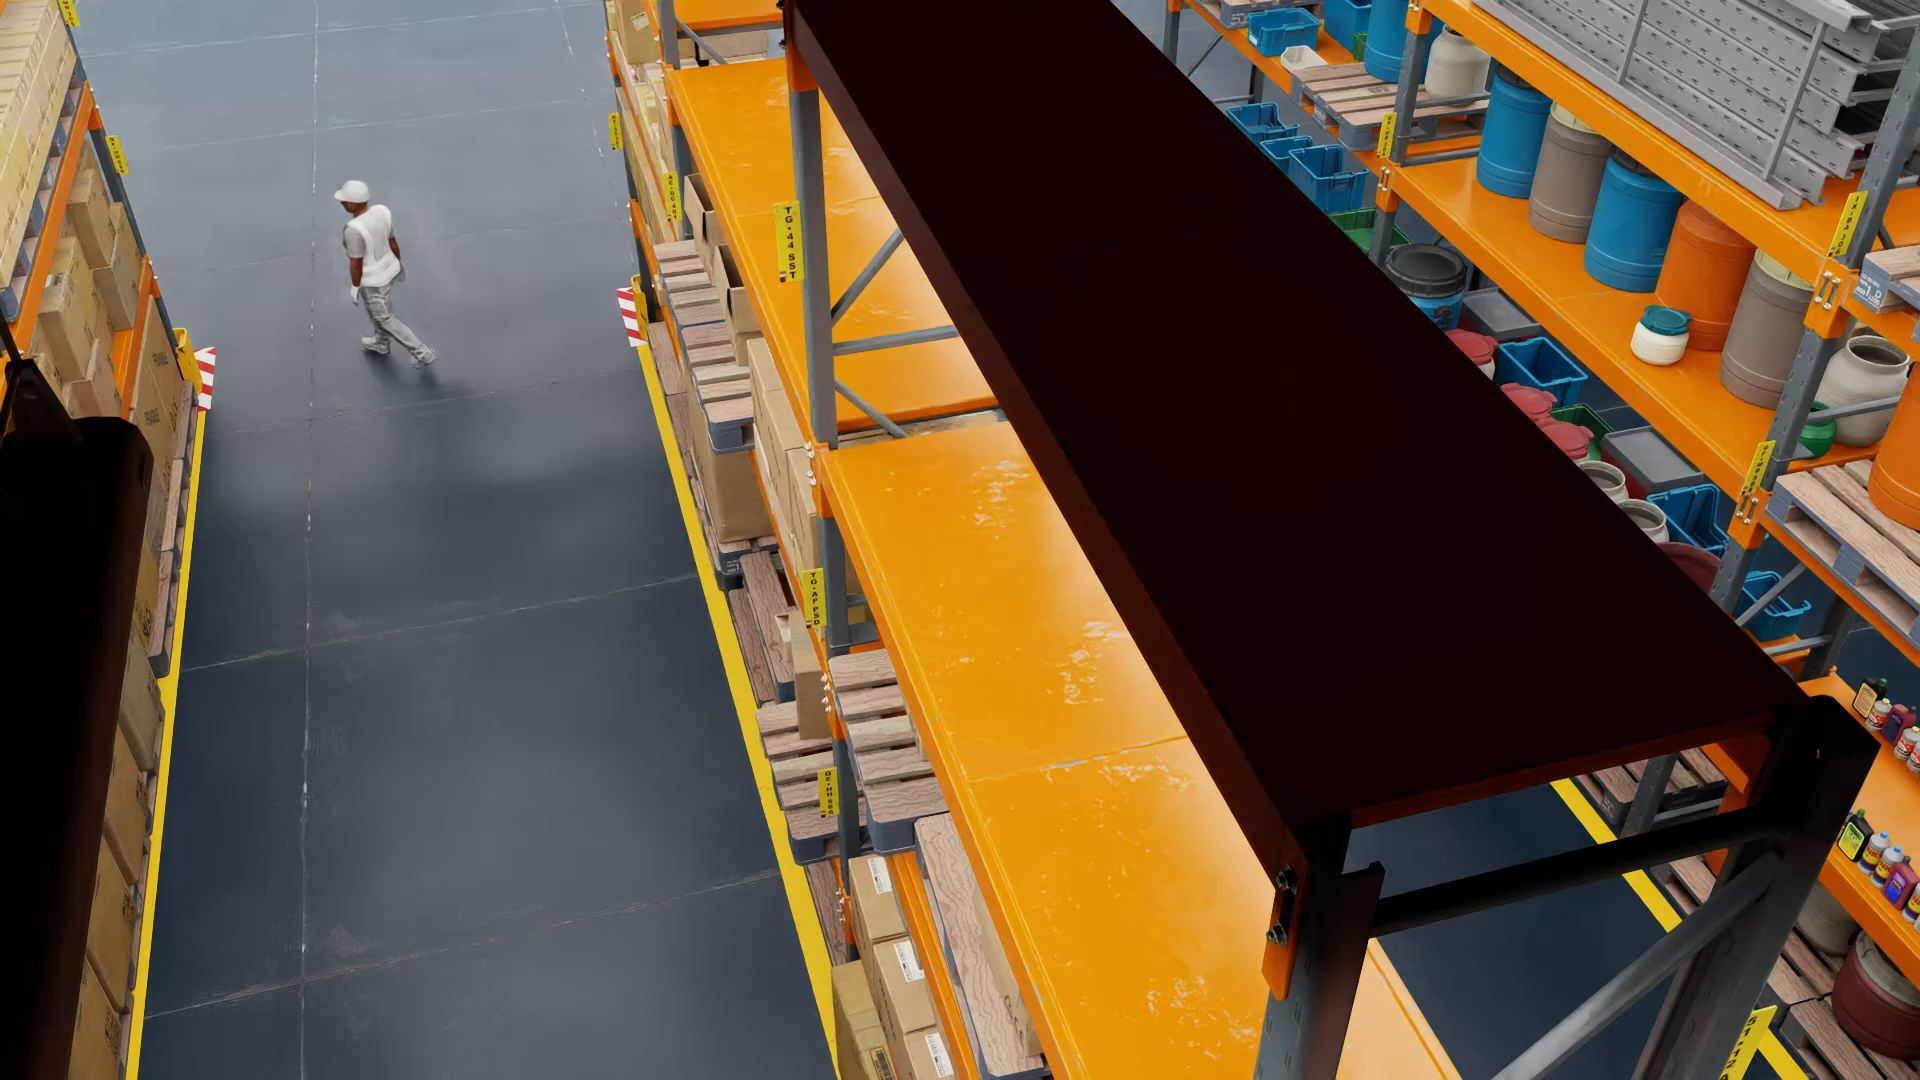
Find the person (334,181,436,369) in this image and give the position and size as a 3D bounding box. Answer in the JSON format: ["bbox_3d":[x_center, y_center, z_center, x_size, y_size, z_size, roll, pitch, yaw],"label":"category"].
[{"bbox_3d":[-5.015,-2.277,14.291,0.906,1.756,0.610,10,39,12],"label":"person"}]
